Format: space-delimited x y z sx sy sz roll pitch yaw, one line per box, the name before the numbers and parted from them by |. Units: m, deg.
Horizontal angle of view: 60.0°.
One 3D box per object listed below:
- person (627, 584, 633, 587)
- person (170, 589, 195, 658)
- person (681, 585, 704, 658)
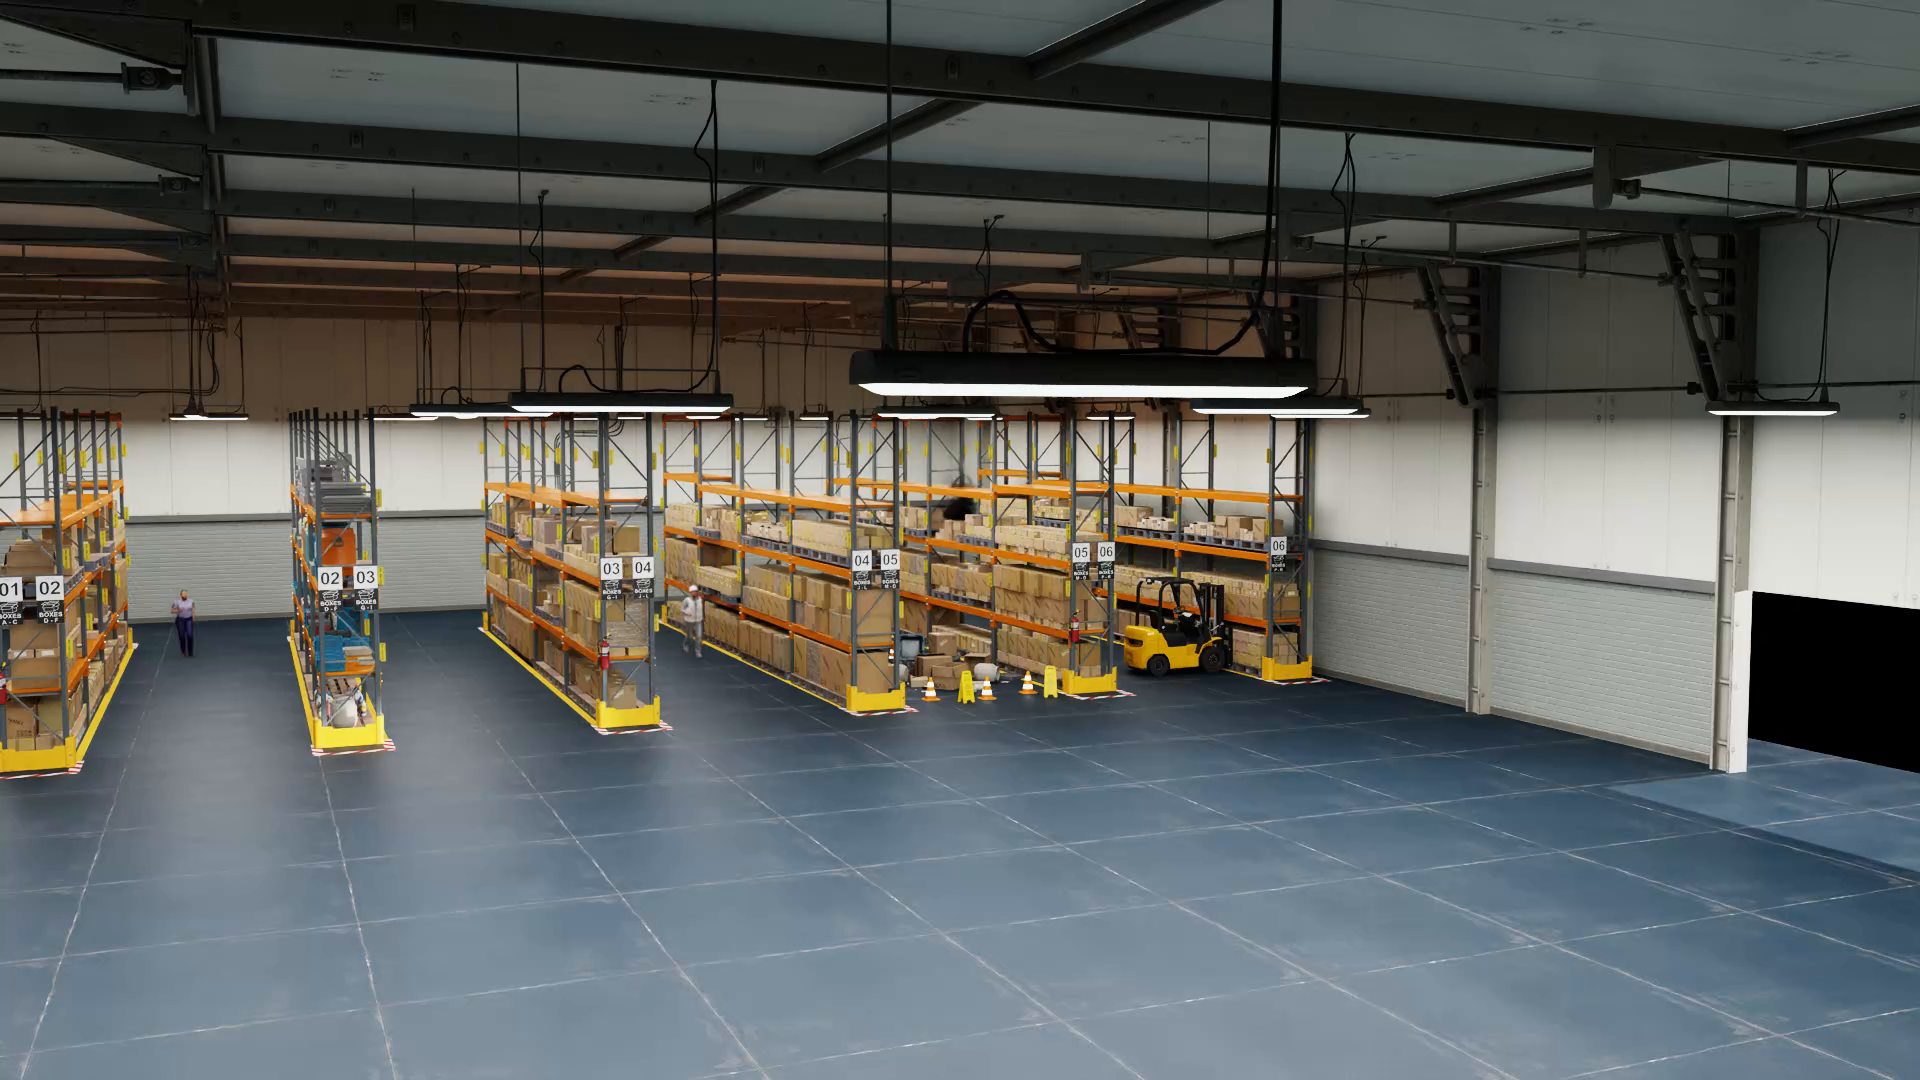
person | -8.543 1.890 43.207 0.523 1.682 0.765 -2 4 -26
person | -19.055 2.059 40.804 0.576 1.713 0.765 -2 5 -30
person | -6.563 1.981 40.830 0.648 1.763 0.934 -2 4 -27
